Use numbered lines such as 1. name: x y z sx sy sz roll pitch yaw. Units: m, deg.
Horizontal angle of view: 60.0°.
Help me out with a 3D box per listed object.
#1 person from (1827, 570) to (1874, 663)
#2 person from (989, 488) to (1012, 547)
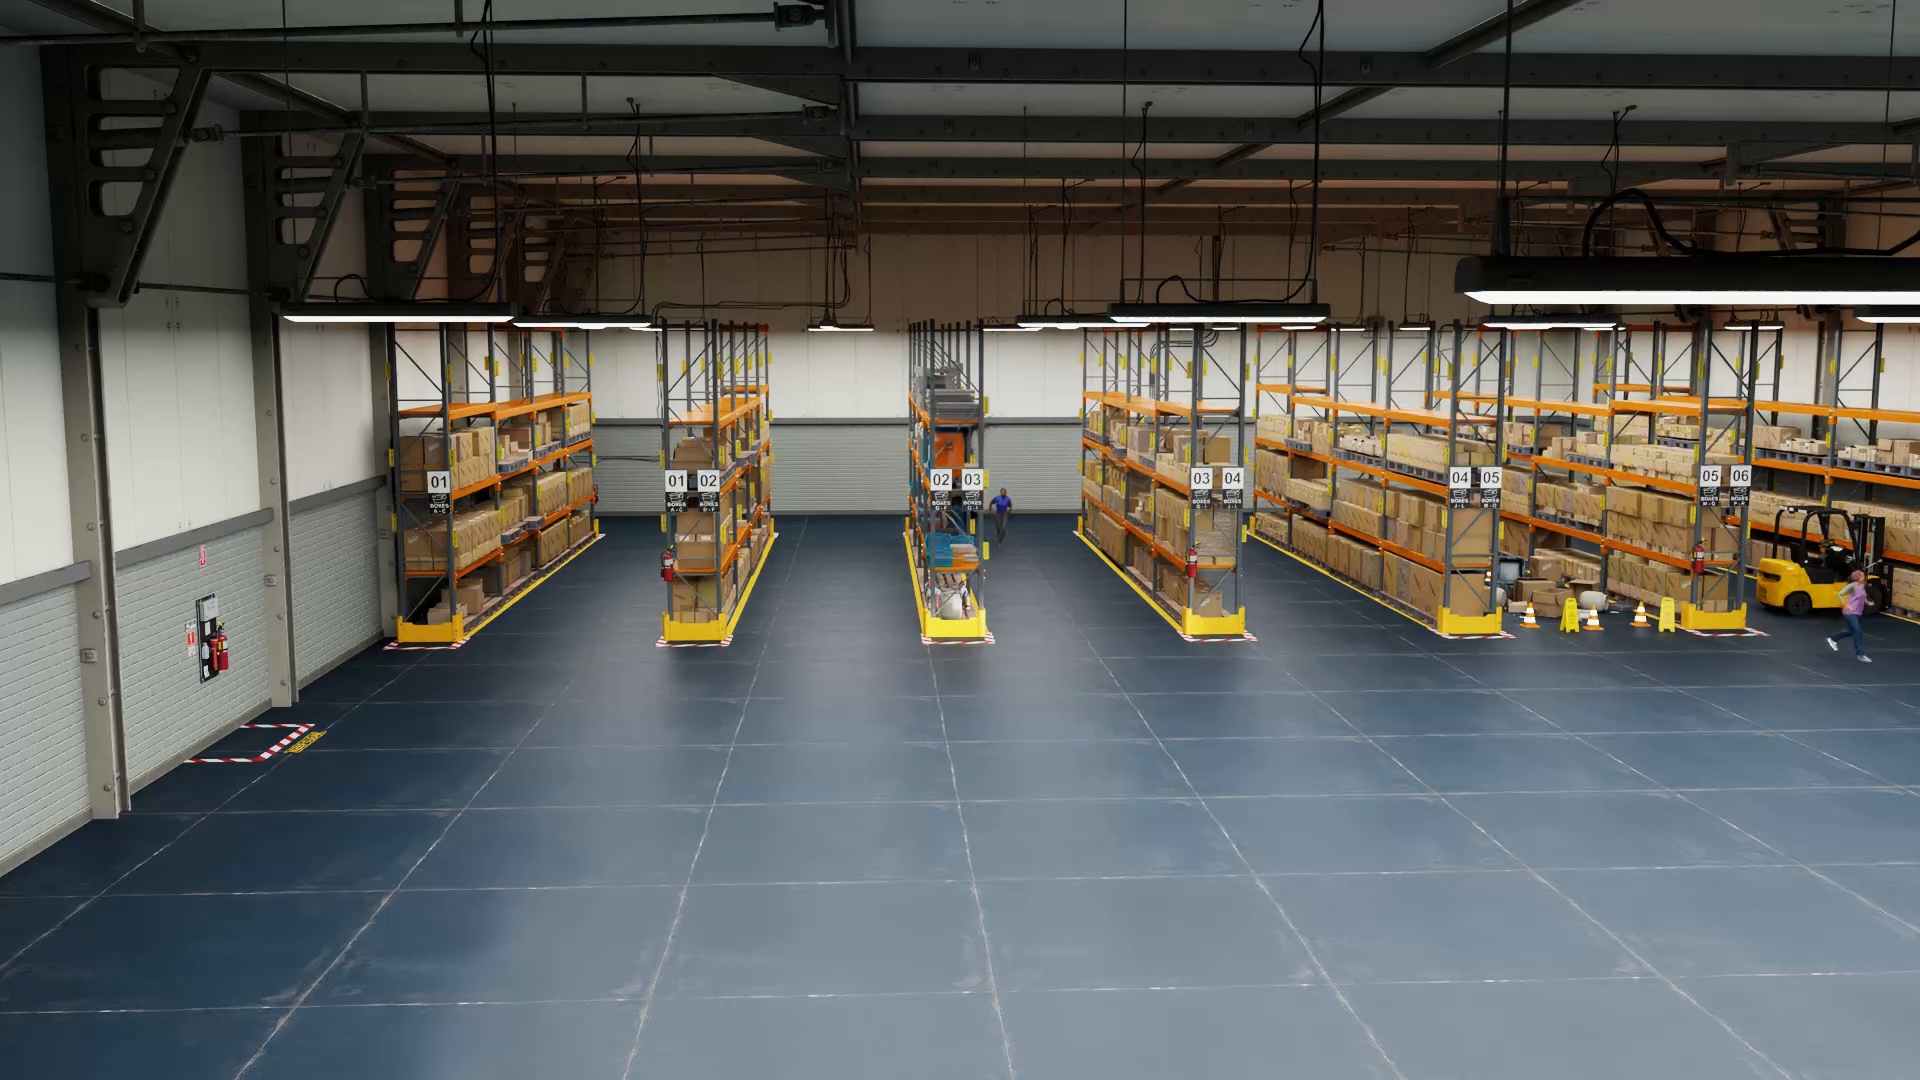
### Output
1. person: 15.713 1.316 29.365 0.551 1.597 0.870 -5 8 -33
2. person: 1.116 -0.616 45.076 0.614 1.608 0.651 -1 7 -7
